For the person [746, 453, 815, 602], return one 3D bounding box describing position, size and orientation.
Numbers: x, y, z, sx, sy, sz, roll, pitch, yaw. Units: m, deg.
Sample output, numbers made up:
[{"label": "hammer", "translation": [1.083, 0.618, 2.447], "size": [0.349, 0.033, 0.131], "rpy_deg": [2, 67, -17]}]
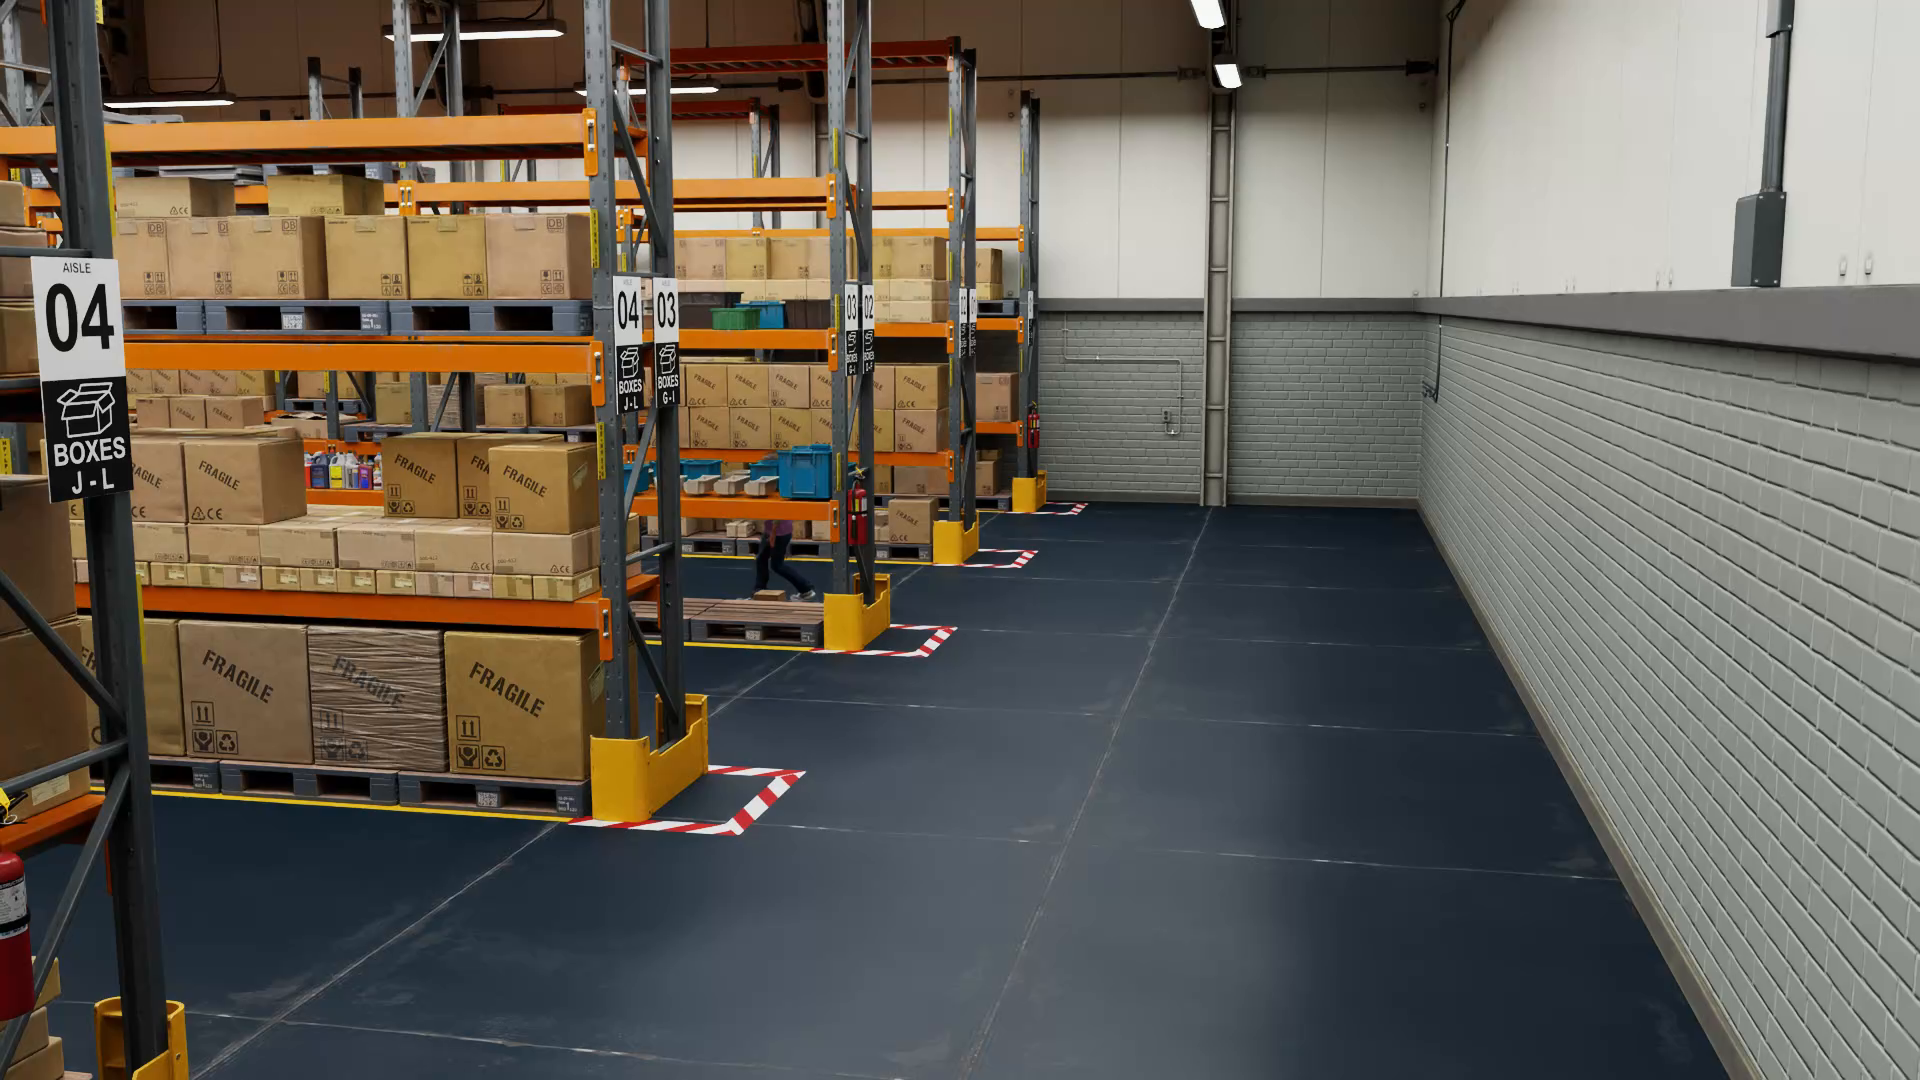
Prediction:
[{"label": "person", "translation": [-1.832, -0.087, 16.475], "size": [0.777, 1.550, 0.545], "rpy_deg": [-3, 9, -20]}]
